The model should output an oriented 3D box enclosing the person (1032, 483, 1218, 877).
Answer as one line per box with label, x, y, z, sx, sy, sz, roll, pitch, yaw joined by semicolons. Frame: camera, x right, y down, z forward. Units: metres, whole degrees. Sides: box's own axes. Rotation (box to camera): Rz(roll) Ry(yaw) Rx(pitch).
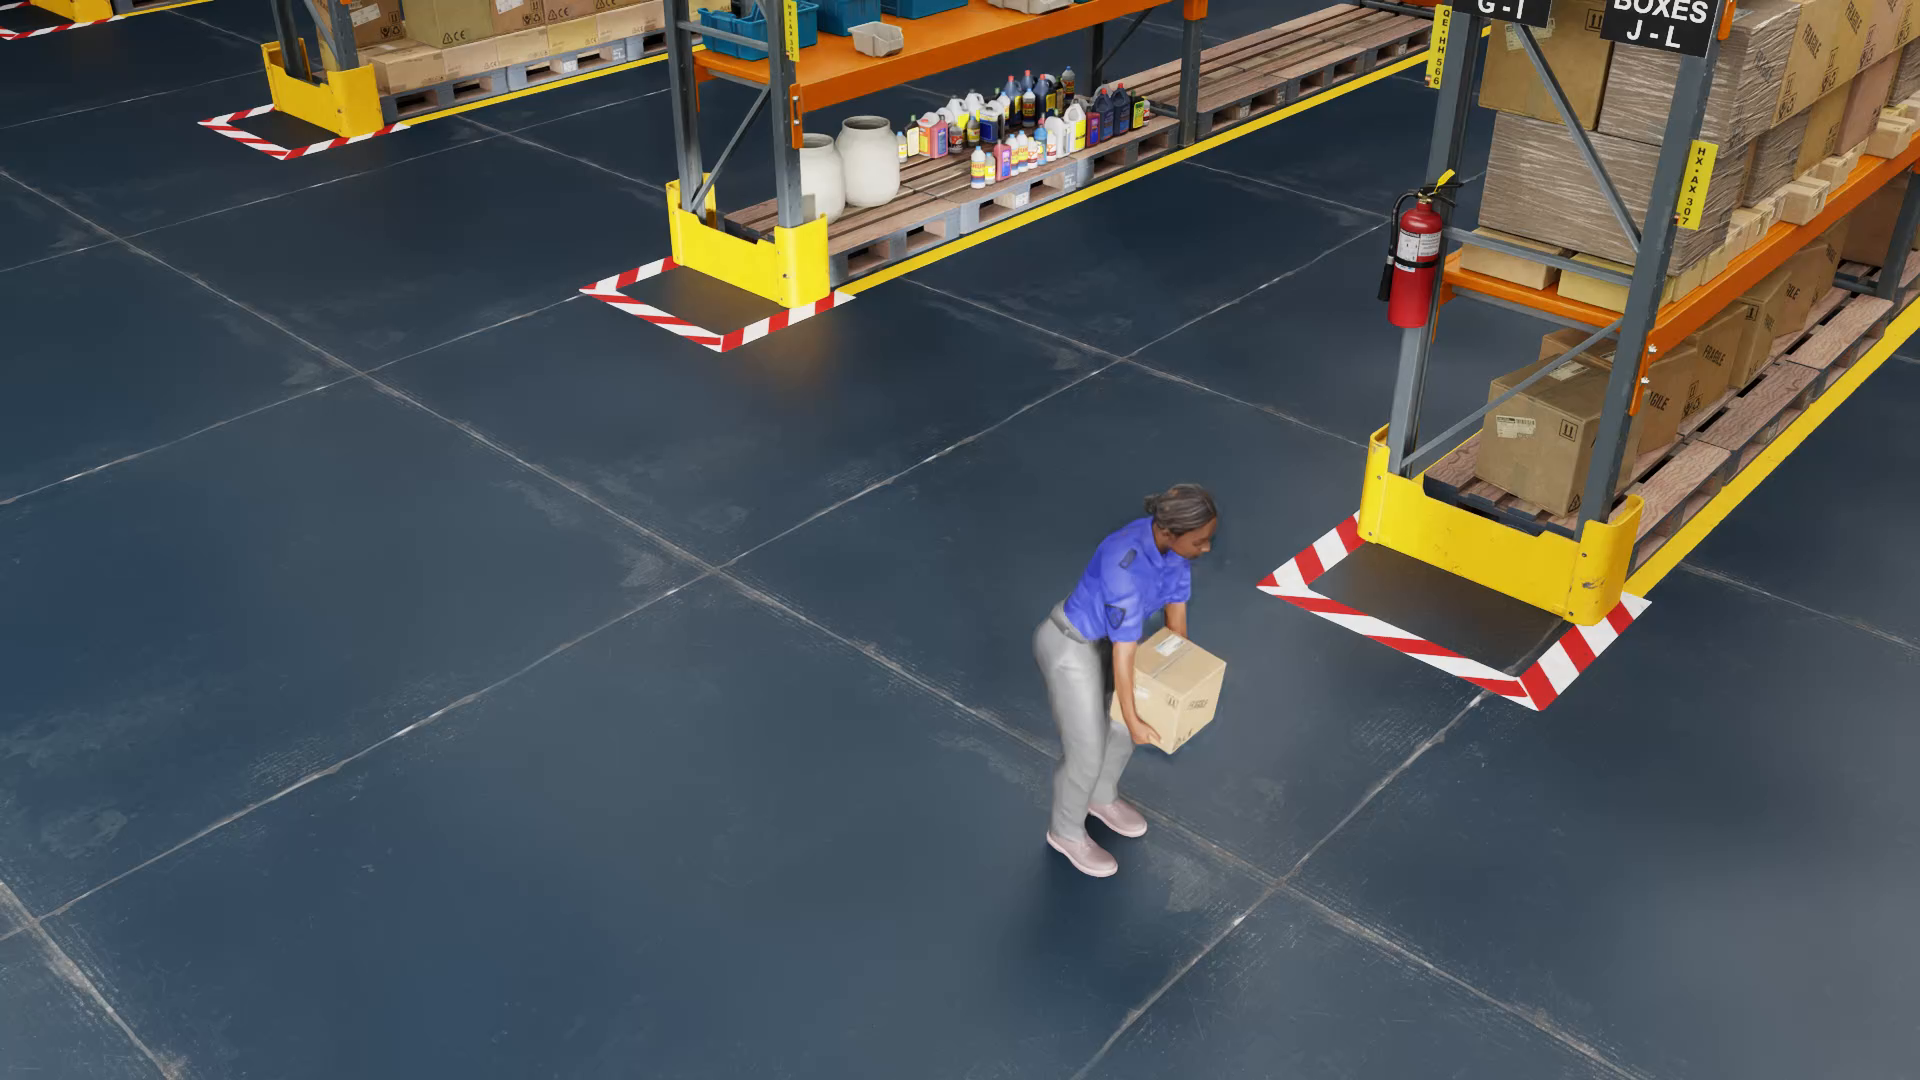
person;0.542;0.434;5.543;0.595;1.551;0.406;25;39;34
